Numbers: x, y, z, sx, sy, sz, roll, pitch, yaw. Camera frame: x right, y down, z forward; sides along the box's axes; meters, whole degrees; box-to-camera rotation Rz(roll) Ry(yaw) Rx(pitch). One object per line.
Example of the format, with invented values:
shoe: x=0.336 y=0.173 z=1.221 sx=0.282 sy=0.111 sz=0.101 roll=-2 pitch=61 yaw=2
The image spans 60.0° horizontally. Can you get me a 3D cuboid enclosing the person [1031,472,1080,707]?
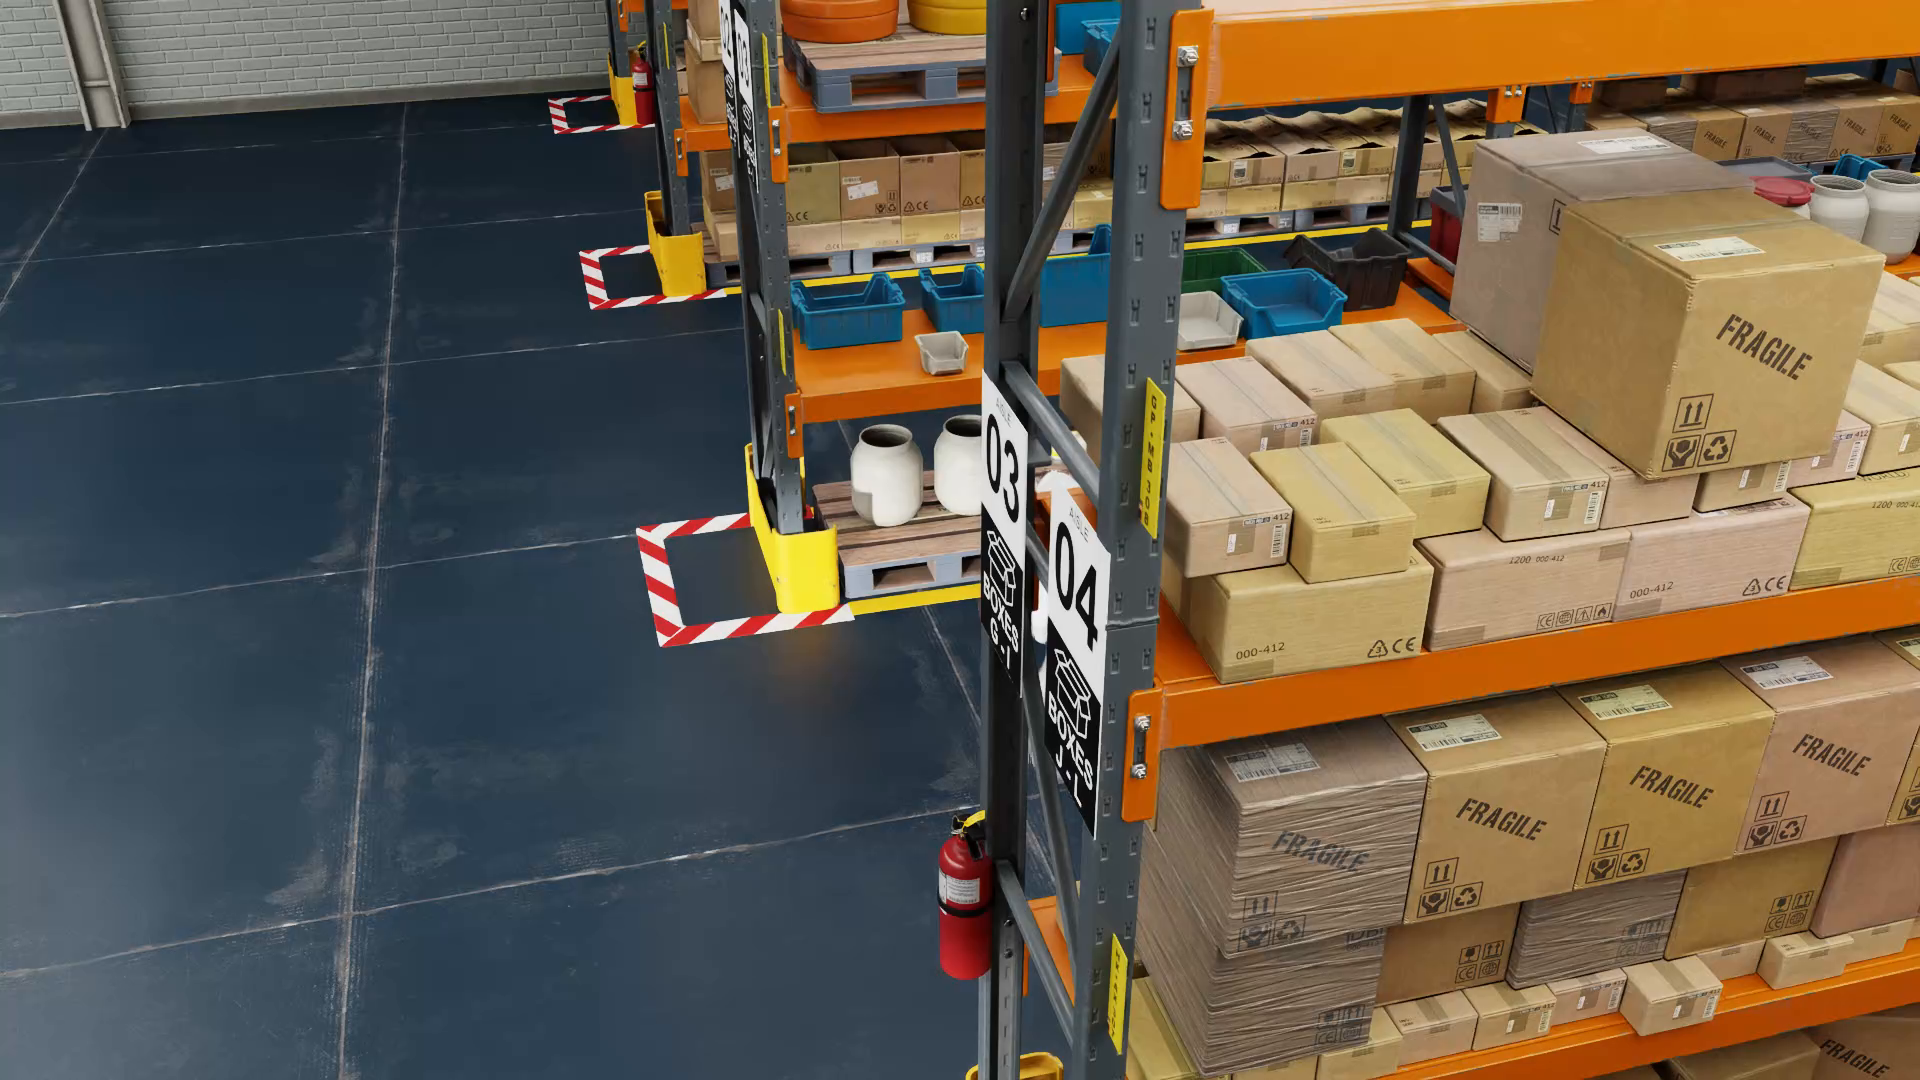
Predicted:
person: x=0.526 y=0.269 z=7.907 sx=0.599 sy=1.614 sz=0.616 roll=-7 pitch=31 yaw=-12
